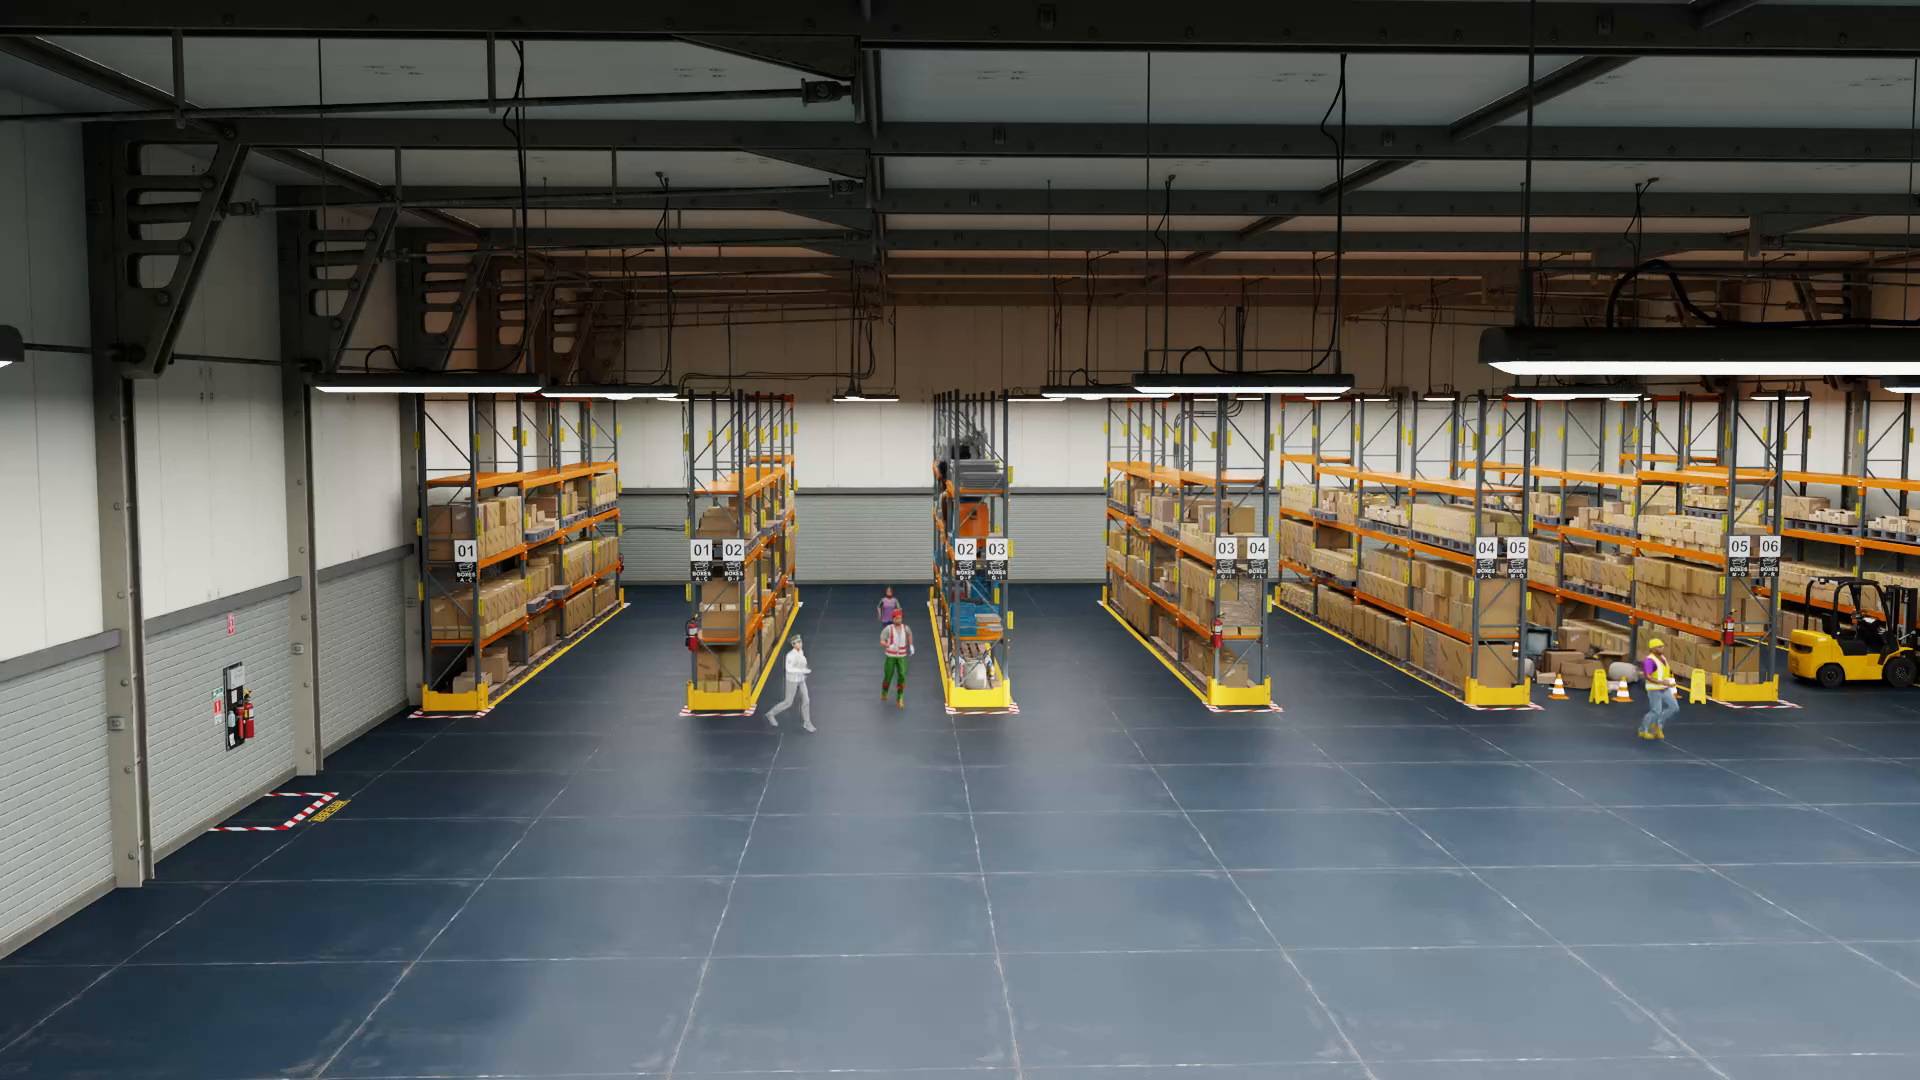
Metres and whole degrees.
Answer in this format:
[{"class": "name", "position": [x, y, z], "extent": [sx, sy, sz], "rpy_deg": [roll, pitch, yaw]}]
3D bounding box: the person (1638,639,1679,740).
[{"class": "person", "position": [11.923, 2.545, 28.366], "extent": [0.712, 1.737, 0.653], "rpy_deg": [-4, 6, -39]}]

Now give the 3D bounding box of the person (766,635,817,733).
[{"class": "person", "position": [-2.931, 2.499, 29.182], "extent": [0.936, 1.718, 0.623], "rpy_deg": [2, 5, 26]}]

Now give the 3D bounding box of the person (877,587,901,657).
[{"class": "person", "position": [-1.594, 1.853, 37.483], "extent": [0.538, 1.582, 0.893], "rpy_deg": [0, 5, -4]}]

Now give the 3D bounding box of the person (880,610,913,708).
[{"class": "person", "position": [-1.200, 2.254, 31.676], "extent": [0.696, 1.853, 0.754], "rpy_deg": [-1, 5, -17]}]
